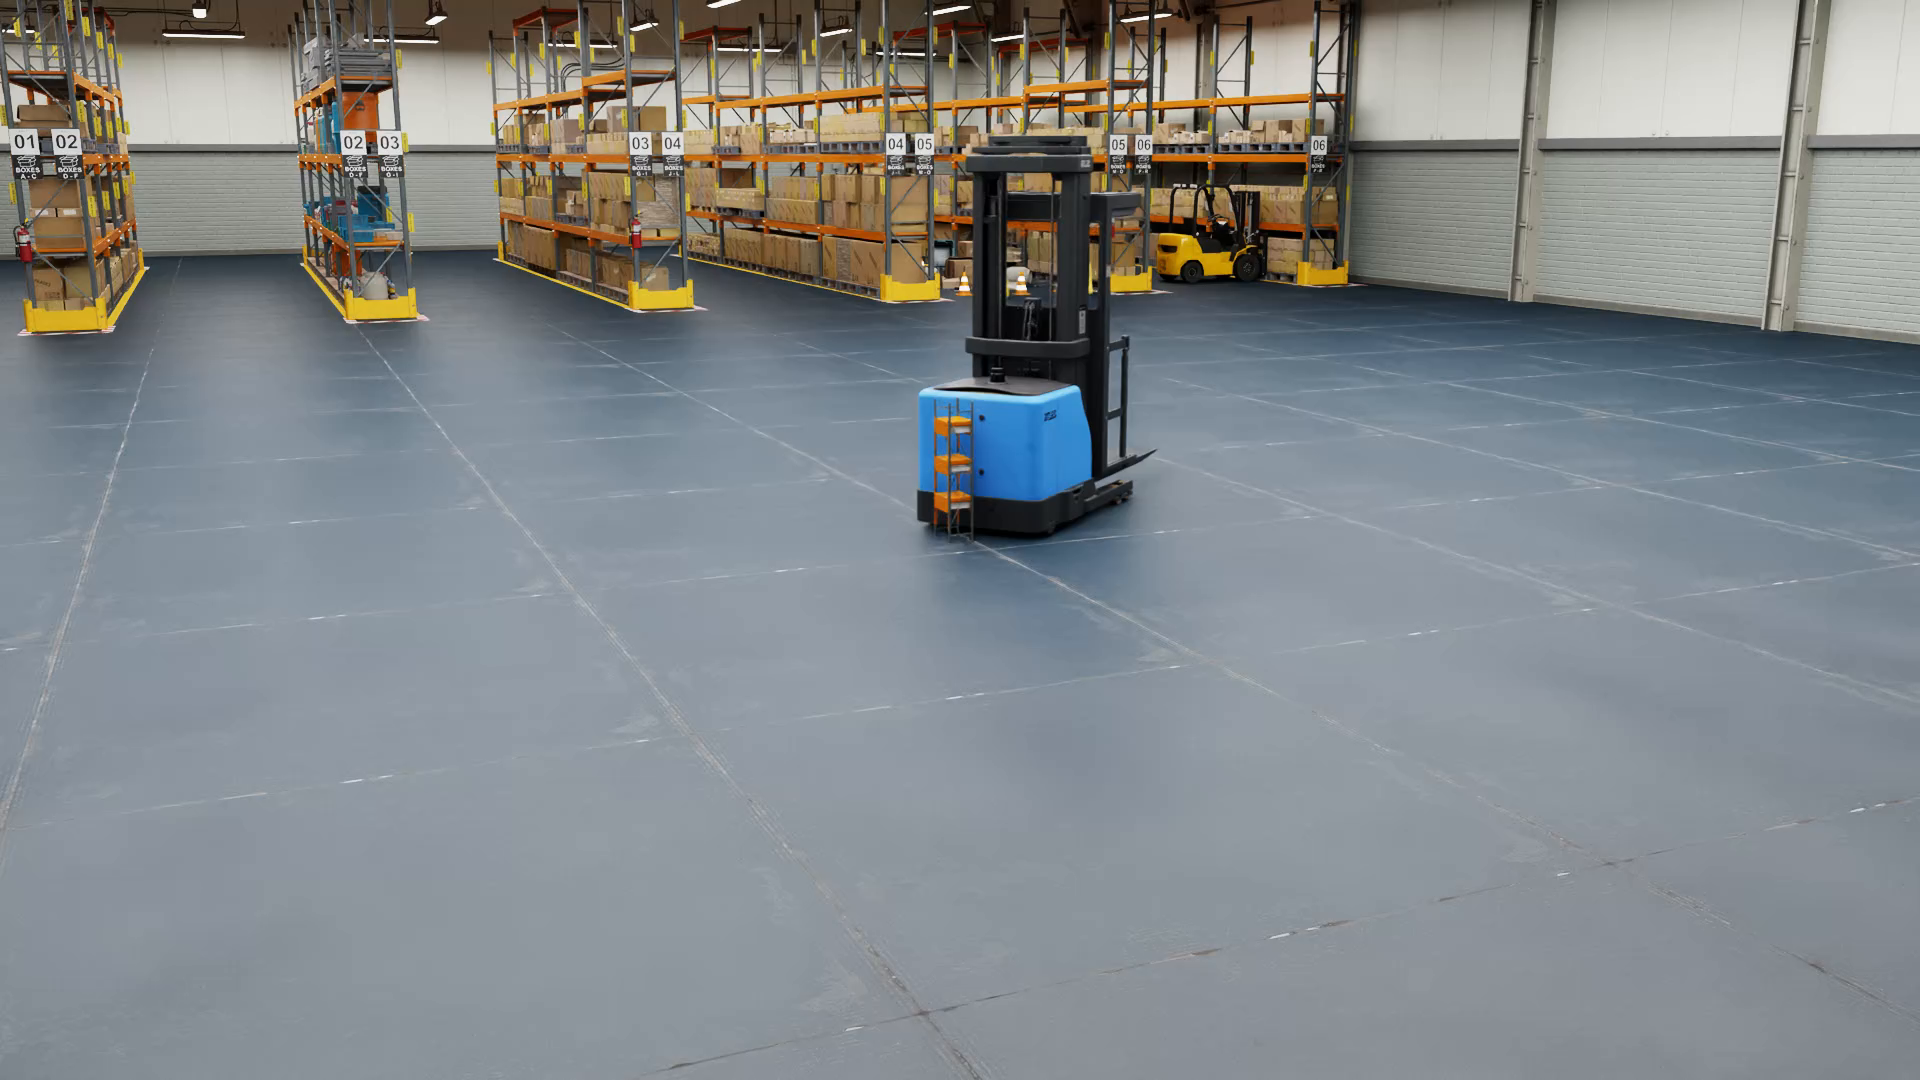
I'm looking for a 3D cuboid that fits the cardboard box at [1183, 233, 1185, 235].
[{"bbox_3d":[5.620,-7.458,42.276,0.875,0.625,0.625,-6,14,-25],"label":"cardboard box"}]

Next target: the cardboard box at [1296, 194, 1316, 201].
[{"bbox_3d":[7.653,-7.572,36.773,0.380,0.149,0.250,-5,14,-22],"label":"cardboard box"}]

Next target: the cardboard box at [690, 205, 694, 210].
[{"bbox_3d":[-7.375,-9.221,46.117,0.380,0.149,0.250,-6,14,-25],"label":"cardboard box"}]

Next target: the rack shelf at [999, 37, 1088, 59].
[{"bbox_3d":[2.440,-14.245,48.185,1.077,0.370,4.000,-6,14,-23],"label":"rack shelf"}]

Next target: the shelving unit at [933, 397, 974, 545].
[{"bbox_3d":[-0.047,-0.508,12.236,0.215,1.050,0.252,-6,14,-25],"label":"shelving unit"}]

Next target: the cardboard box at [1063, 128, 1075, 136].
[{"bbox_3d":[2.451,-8.796,35.860,0.380,0.149,0.250,-5,14,-22],"label":"cardboard box"}]

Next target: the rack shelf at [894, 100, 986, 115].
[{"bbox_3d":[-0.504,-11.155,43.094,1.077,0.370,4.000,-6,14,-23],"label":"rack shelf"}]

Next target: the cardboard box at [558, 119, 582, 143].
[{"bbox_3d":[-8.423,-8.894,36.165,0.500,0.500,0.500,-6,14,-25],"label":"cardboard box"}]

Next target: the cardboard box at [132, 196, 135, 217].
[{"bbox_3d":[-20.637,-8.209,40.965,0.500,0.500,0.500,-5,14,-21],"label":"cardboard box"}]

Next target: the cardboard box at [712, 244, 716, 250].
[{"bbox_3d":[-6.337,-7.775,44.042,0.380,0.149,0.250,-6,14,-26],"label":"cardboard box"}]

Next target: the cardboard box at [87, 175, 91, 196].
[{"bbox_3d":[-15.872,-6.234,29.556,0.700,0.500,0.500,-6,14,-23],"label":"cardboard box"}]

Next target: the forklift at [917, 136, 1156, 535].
[{"bbox_3d":[0.783,-1.757,13.461,1.130,2.935,3.031,6,15,26],"label":"forklift"}]

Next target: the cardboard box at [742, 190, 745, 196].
[{"bbox_3d":[-5.128,-8.490,40.705,0.380,0.149,0.250,-5,14,-21],"label":"cardboard box"}]

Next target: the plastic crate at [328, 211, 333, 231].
[{"bbox_3d":[-12.446,-6.388,33.353,0.392,0.384,0.575,-6,14,-23],"label":"plastic crate"}]

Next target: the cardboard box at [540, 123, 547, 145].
[{"bbox_3d":[-9.520,-9.474,38.847,0.500,0.500,0.500,-5,14,-20],"label":"cardboard box"}]

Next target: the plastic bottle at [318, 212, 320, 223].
[{"bbox_3d":[-14.460,-7.312,37.570,0.061,0.283,0.133,-6,14,-23],"label":"plastic bottle"}]

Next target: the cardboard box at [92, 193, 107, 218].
[{"bbox_3d":[-18.217,-6.949,34.588,0.700,0.500,0.500,-12,18,-42],"label":"cardboard box"}]

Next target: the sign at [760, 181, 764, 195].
[{"bbox_3d":[-4.691,-8.371,39.495,0.100,0.325,0.005,-6,14,-23],"label":"sign"}]

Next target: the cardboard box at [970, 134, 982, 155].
[{"bbox_3d":[0.668,-9.678,40.659,0.700,0.500,0.500,-6,14,-23],"label":"cardboard box"}]

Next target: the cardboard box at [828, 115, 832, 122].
[{"bbox_3d":[-2.557,-8.840,34.897,0.380,0.149,0.250,-6,14,-23],"label":"cardboard box"}]

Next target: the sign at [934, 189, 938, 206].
[{"bbox_3d":[-0.482,-6.753,32.800,0.100,0.325,0.005,-6,14,-23],"label":"sign"}]

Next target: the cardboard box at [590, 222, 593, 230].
[{"bbox_3d":[-7.370,-6.449,34.139,0.380,0.149,0.250,-6,14,-23],"label":"cardboard box"}]

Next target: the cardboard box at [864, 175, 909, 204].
[{"bbox_3d":[-1.411,-7.028,33.358,0.875,0.550,0.550,-6,14,-23],"label":"cardboard box"}]

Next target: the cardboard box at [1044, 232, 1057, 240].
[{"bbox_3d":[2.091,-6.801,37.168,0.380,0.149,0.250,-5,14,-21],"label":"cardboard box"}]

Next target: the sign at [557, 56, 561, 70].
[{"bbox_3d":[-9.893,-11.764,40.993,0.100,0.325,0.005,-6,14,-23],"label":"sign"}]

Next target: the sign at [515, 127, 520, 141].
[{"bbox_3d":[-10.893,-9.997,40.938,0.100,0.325,0.005,-6,14,-23],"label":"sign"}]

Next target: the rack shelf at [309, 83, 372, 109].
[{"bbox_3d":[-12.520,-8.986,33.723,1.077,0.370,4.000,-6,14,-23],"label":"rack shelf"}]

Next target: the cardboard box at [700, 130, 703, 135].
[{"bbox_3d":[-6.718,-10.854,44.302,0.380,0.149,0.250,-6,14,-23],"label":"cardboard box"}]

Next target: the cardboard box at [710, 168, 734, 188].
[{"bbox_3d":[-6.236,-9.476,43.564,0.500,0.500,0.500,-6,14,-25],"label":"cardboard box"}]

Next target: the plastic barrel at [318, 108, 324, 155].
[{"bbox_3d":[-12.646,-8.257,33.630,0.600,0.901,0.708,-6,14,-23],"label":"plastic barrel"}]

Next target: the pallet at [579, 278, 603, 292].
[{"bbox_3d":[-7.494,-5.445,35.429,1.003,0.211,1.213,-6,14,-23],"label":"pallet"}]

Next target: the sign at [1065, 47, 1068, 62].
[{"bbox_3d":[2.404,-11.000,37.693,0.100,0.325,0.005,-6,14,-23],"label":"sign"}]

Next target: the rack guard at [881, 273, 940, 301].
[{"bbox_3d":[-0.984,-5.021,32.956,1.175,0.500,0.348,-6,14,-23],"label":"rack guard"}]

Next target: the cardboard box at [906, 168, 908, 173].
[{"bbox_3d":[-1.311,-10.183,45.838,0.380,0.149,0.250,-5,14,-22],"label":"cardboard box"}]

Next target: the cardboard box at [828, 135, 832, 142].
[{"bbox_3d":[-2.557,-8.452,34.986,0.380,0.149,0.250,-6,14,-23],"label":"cardboard box"}]

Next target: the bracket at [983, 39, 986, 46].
[{"bbox_3d":[0.893,-15.835,52.849,0.235,0.232,0.430,-6,14,-23],"label":"bracket"}]

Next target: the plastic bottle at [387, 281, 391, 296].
[{"bbox_3d":[-10.695,-4.728,31.221,0.097,0.271,0.097,0,13,0],"label":"plastic bottle"}]

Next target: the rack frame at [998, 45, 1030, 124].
[{"bbox_3d":[1.639,-13.389,50.264,1.000,3.000,0.127,-6,14,-23],"label":"rack frame"}]

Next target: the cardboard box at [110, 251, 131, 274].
[{"bbox_3d":[-18.613,-6.116,36.710,0.500,0.500,0.500,-5,14,-22],"label":"cardboard box"}]

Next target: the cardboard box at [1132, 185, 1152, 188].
[{"bbox_3d":[4.781,-9.187,44.261,0.500,0.500,0.500,-5,14,-20],"label":"cardboard box"}]

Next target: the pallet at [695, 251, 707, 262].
[{"bbox_3d":[-6.594,-7.753,45.398,1.003,0.211,1.213,-6,14,-23],"label":"pallet"}]

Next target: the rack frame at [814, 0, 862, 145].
[{"bbox_3d":[-2.596,-9.993,35.589,1.000,3.000,0.127,-6,14,-23],"label":"rack frame"}]

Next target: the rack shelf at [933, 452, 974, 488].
[{"bbox_3d":[-0.047,-0.498,12.238,0.215,0.259,0.240,-6,14,-25],"label":"rack shelf"}]

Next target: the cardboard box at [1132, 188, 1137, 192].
[{"bbox_3d":[4.702,-9.086,43.315,0.380,0.149,0.250,-5,14,-21],"label":"cardboard box"}]

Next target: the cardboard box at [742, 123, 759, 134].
[{"bbox_3d":[-5.132,-10.104,40.801,0.396,0.266,0.258,-6,14,-23],"label":"cardboard box"}]

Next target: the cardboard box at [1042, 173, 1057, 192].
[{"bbox_3d":[2.238,-7.895,36.730,0.700,0.500,0.500,-6,14,-24],"label":"cardboard box"}]

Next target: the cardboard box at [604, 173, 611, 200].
[{"bbox_3d":[-6.621,-6.899,32.428,0.500,0.500,0.500,-6,14,-23],"label":"cardboard box"}]

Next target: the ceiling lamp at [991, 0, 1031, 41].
[{"bbox_3d":[1.563,-15.035,44.429,0.800,3.185,2.000,-6,14,-23],"label":"ceiling lamp"}]

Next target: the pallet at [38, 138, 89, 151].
[{"bbox_3d":[-14.916,-6.489,27.300,1.003,0.211,1.213,-6,14,-23],"label":"pallet"}]

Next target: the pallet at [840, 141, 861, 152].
[{"bbox_3d":[-1.793,-8.067,34.116,1.003,0.211,1.213,-6,14,-23],"label":"pallet"}]

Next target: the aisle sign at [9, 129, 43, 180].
[{"bbox_3d":[-14.900,-6.149,26.521,0.394,0.787,0.004,-6,14,-23],"label":"aisle sign"}]

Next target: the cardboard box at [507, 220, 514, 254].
[{"bbox_3d":[-11.658,-8.167,44.785,0.875,0.875,0.875,-6,14,-23],"label":"cardboard box"}]

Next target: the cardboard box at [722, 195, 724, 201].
[{"bbox_3d":[-5.854,-8.721,42.363,0.380,0.149,0.250,-5,14,-22],"label":"cardboard box"}]

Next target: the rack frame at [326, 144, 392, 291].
[{"bbox_3d":[-11.719,-6.196,32.488,1.000,3.000,0.127,-6,14,-23],"label":"rack frame"}]

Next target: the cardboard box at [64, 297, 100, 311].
[{"bbox_3d":[-14.668,-3.919,27.815,0.500,0.250,0.500,-6,14,-23],"label":"cardboard box"}]
